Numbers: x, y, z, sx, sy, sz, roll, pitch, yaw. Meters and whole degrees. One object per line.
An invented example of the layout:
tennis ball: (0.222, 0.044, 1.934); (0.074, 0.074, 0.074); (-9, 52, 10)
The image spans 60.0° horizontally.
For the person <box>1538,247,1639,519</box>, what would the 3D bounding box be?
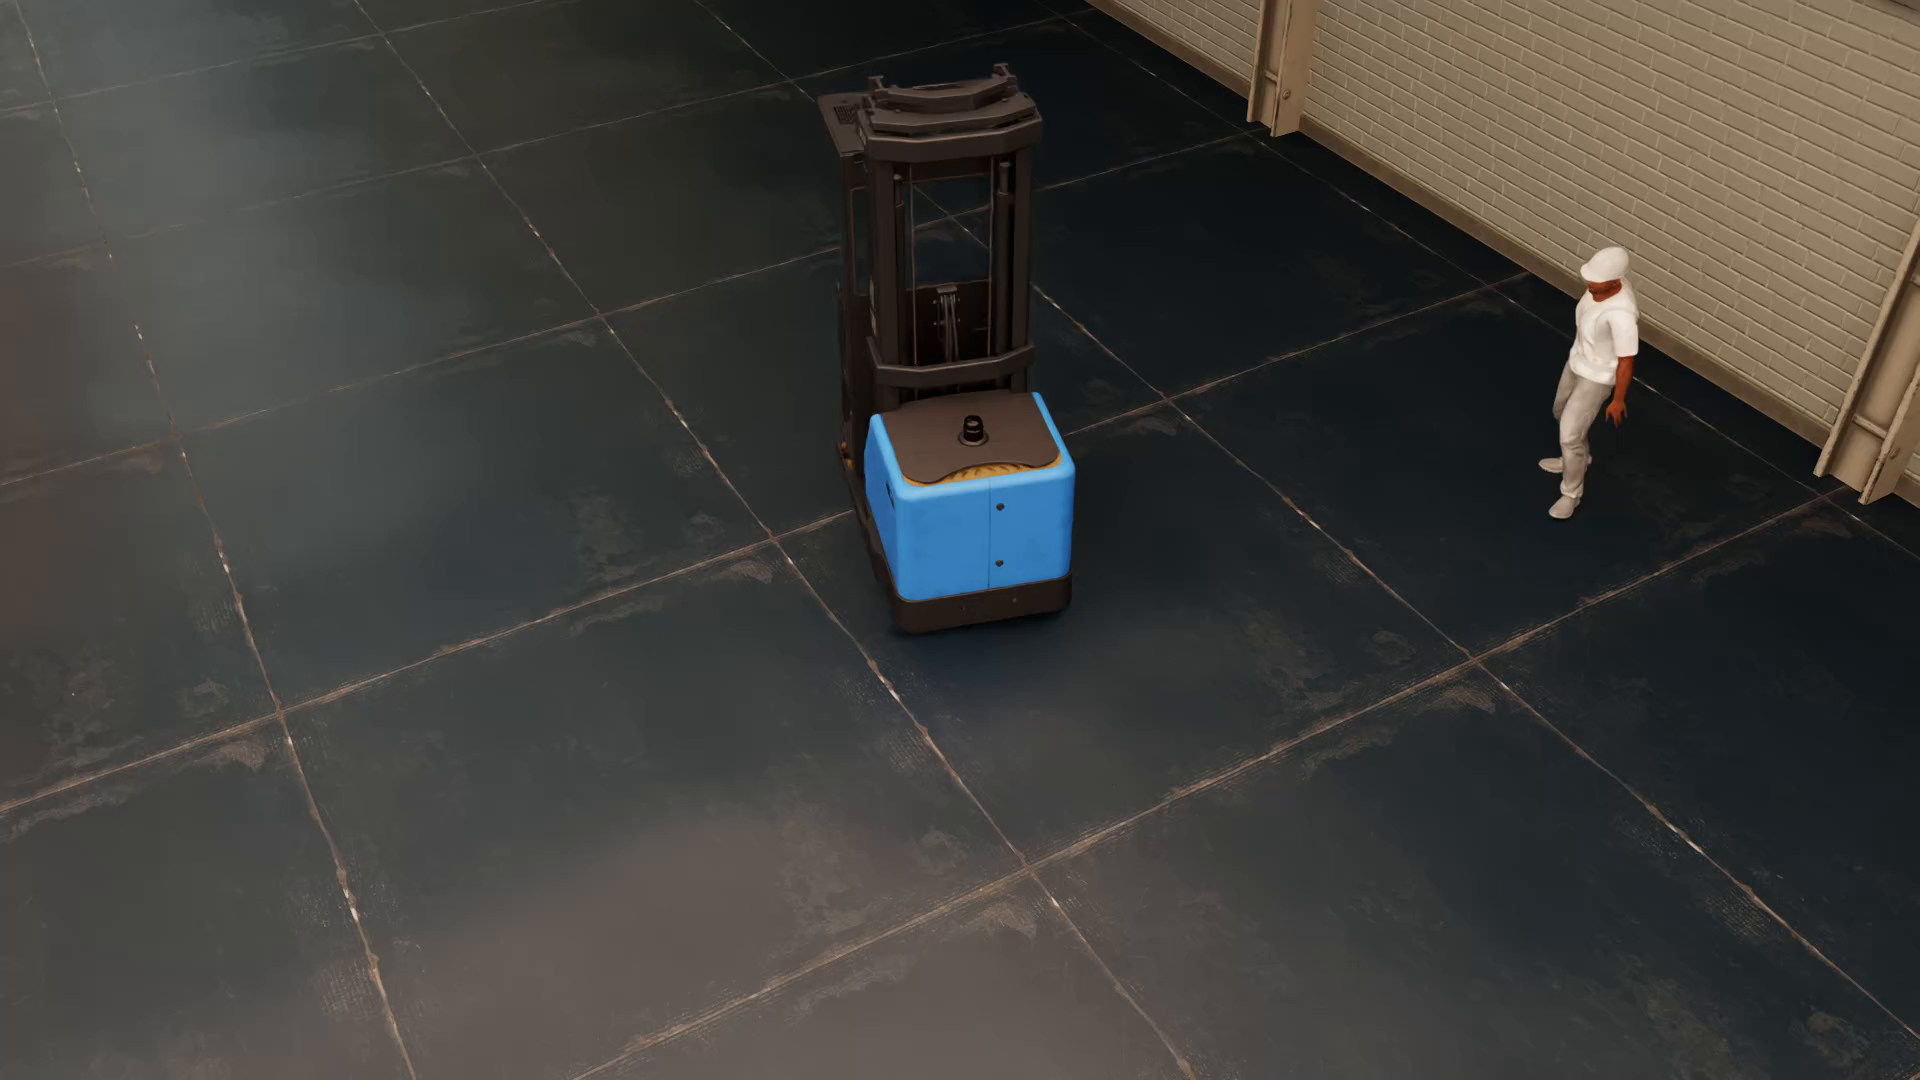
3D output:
person: (3.879, -1.053, 10.254); (0.467, 1.731, 0.886); (1, 40, 2)

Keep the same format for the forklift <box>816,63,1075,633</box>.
forklift: (-0.191, -1.540, 9.893); (1.130, 2.935, 3.031); (-9, 40, -10)
